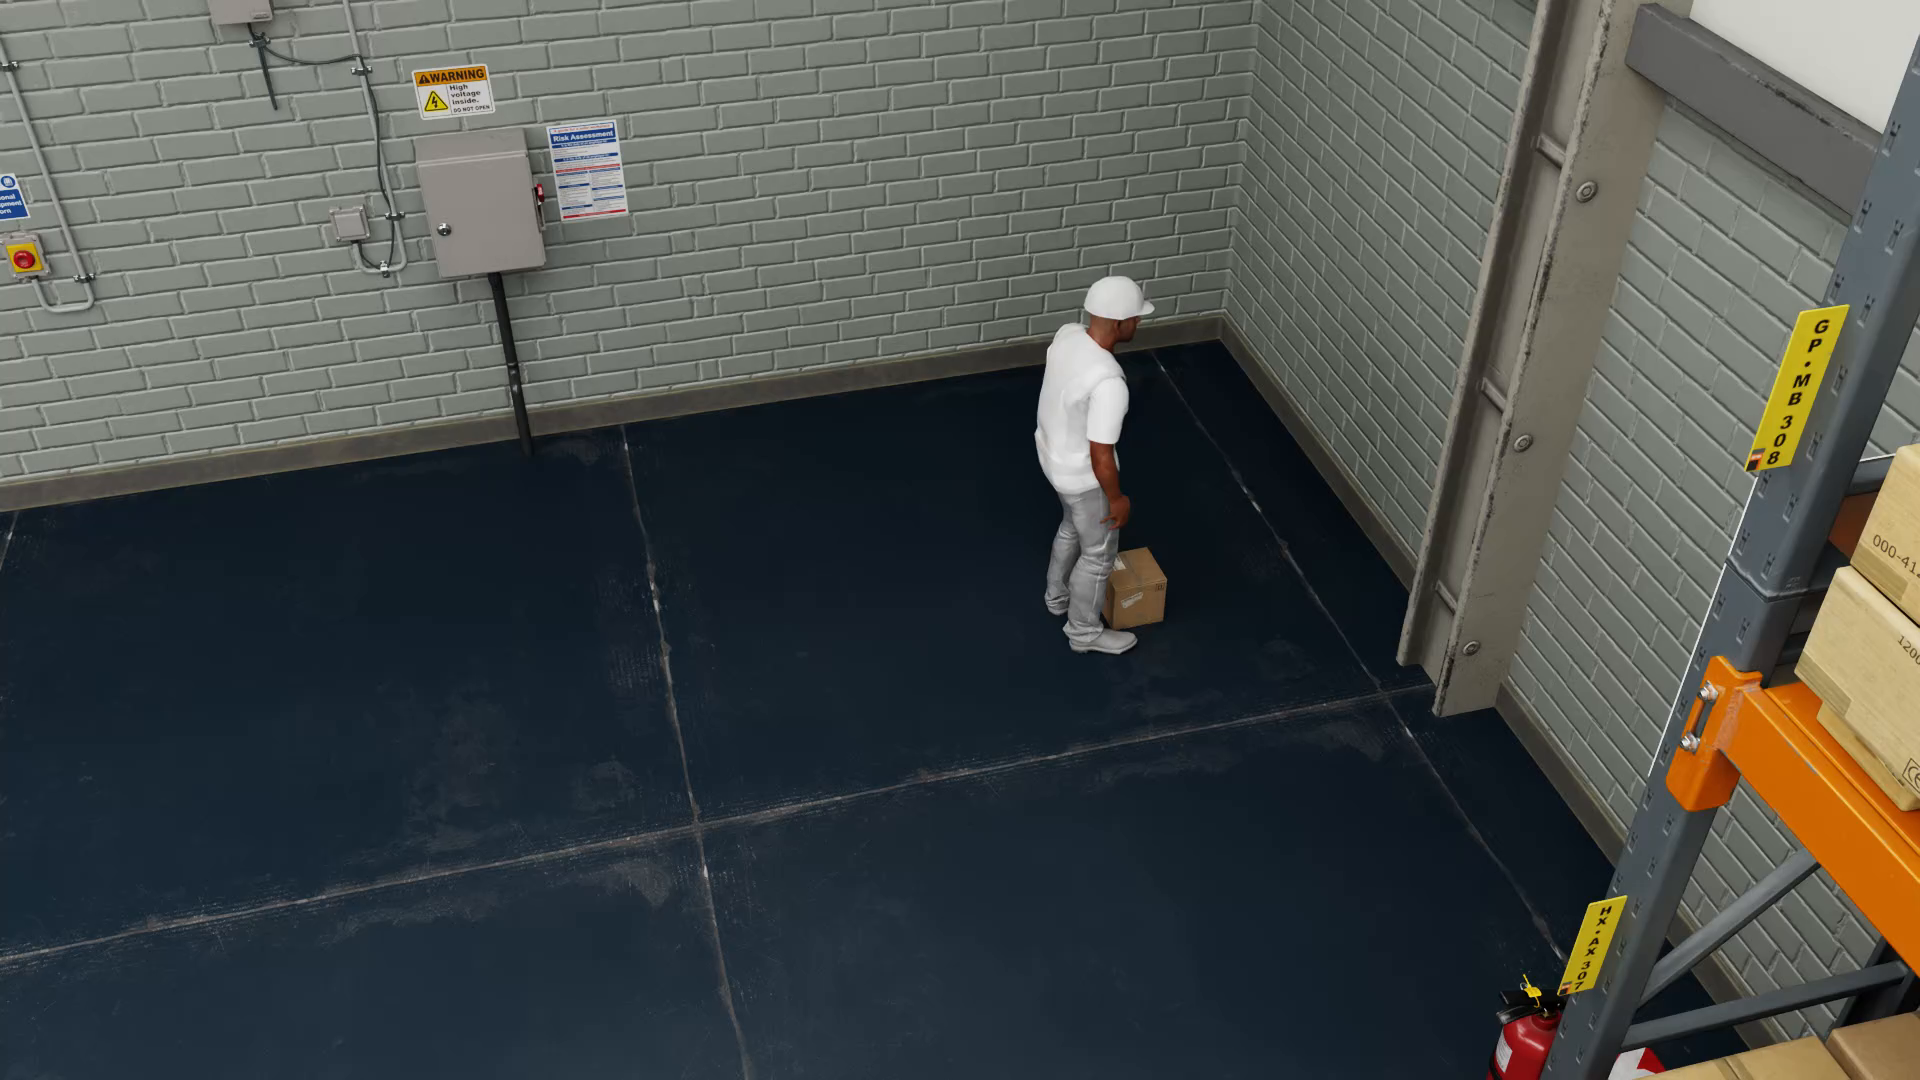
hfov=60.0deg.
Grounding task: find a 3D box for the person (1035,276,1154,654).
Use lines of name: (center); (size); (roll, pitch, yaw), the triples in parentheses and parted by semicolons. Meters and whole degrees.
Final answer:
person: (0.564, -0.325, 7.115); (0.456, 1.761, 0.627); (-9, 39, -11)
